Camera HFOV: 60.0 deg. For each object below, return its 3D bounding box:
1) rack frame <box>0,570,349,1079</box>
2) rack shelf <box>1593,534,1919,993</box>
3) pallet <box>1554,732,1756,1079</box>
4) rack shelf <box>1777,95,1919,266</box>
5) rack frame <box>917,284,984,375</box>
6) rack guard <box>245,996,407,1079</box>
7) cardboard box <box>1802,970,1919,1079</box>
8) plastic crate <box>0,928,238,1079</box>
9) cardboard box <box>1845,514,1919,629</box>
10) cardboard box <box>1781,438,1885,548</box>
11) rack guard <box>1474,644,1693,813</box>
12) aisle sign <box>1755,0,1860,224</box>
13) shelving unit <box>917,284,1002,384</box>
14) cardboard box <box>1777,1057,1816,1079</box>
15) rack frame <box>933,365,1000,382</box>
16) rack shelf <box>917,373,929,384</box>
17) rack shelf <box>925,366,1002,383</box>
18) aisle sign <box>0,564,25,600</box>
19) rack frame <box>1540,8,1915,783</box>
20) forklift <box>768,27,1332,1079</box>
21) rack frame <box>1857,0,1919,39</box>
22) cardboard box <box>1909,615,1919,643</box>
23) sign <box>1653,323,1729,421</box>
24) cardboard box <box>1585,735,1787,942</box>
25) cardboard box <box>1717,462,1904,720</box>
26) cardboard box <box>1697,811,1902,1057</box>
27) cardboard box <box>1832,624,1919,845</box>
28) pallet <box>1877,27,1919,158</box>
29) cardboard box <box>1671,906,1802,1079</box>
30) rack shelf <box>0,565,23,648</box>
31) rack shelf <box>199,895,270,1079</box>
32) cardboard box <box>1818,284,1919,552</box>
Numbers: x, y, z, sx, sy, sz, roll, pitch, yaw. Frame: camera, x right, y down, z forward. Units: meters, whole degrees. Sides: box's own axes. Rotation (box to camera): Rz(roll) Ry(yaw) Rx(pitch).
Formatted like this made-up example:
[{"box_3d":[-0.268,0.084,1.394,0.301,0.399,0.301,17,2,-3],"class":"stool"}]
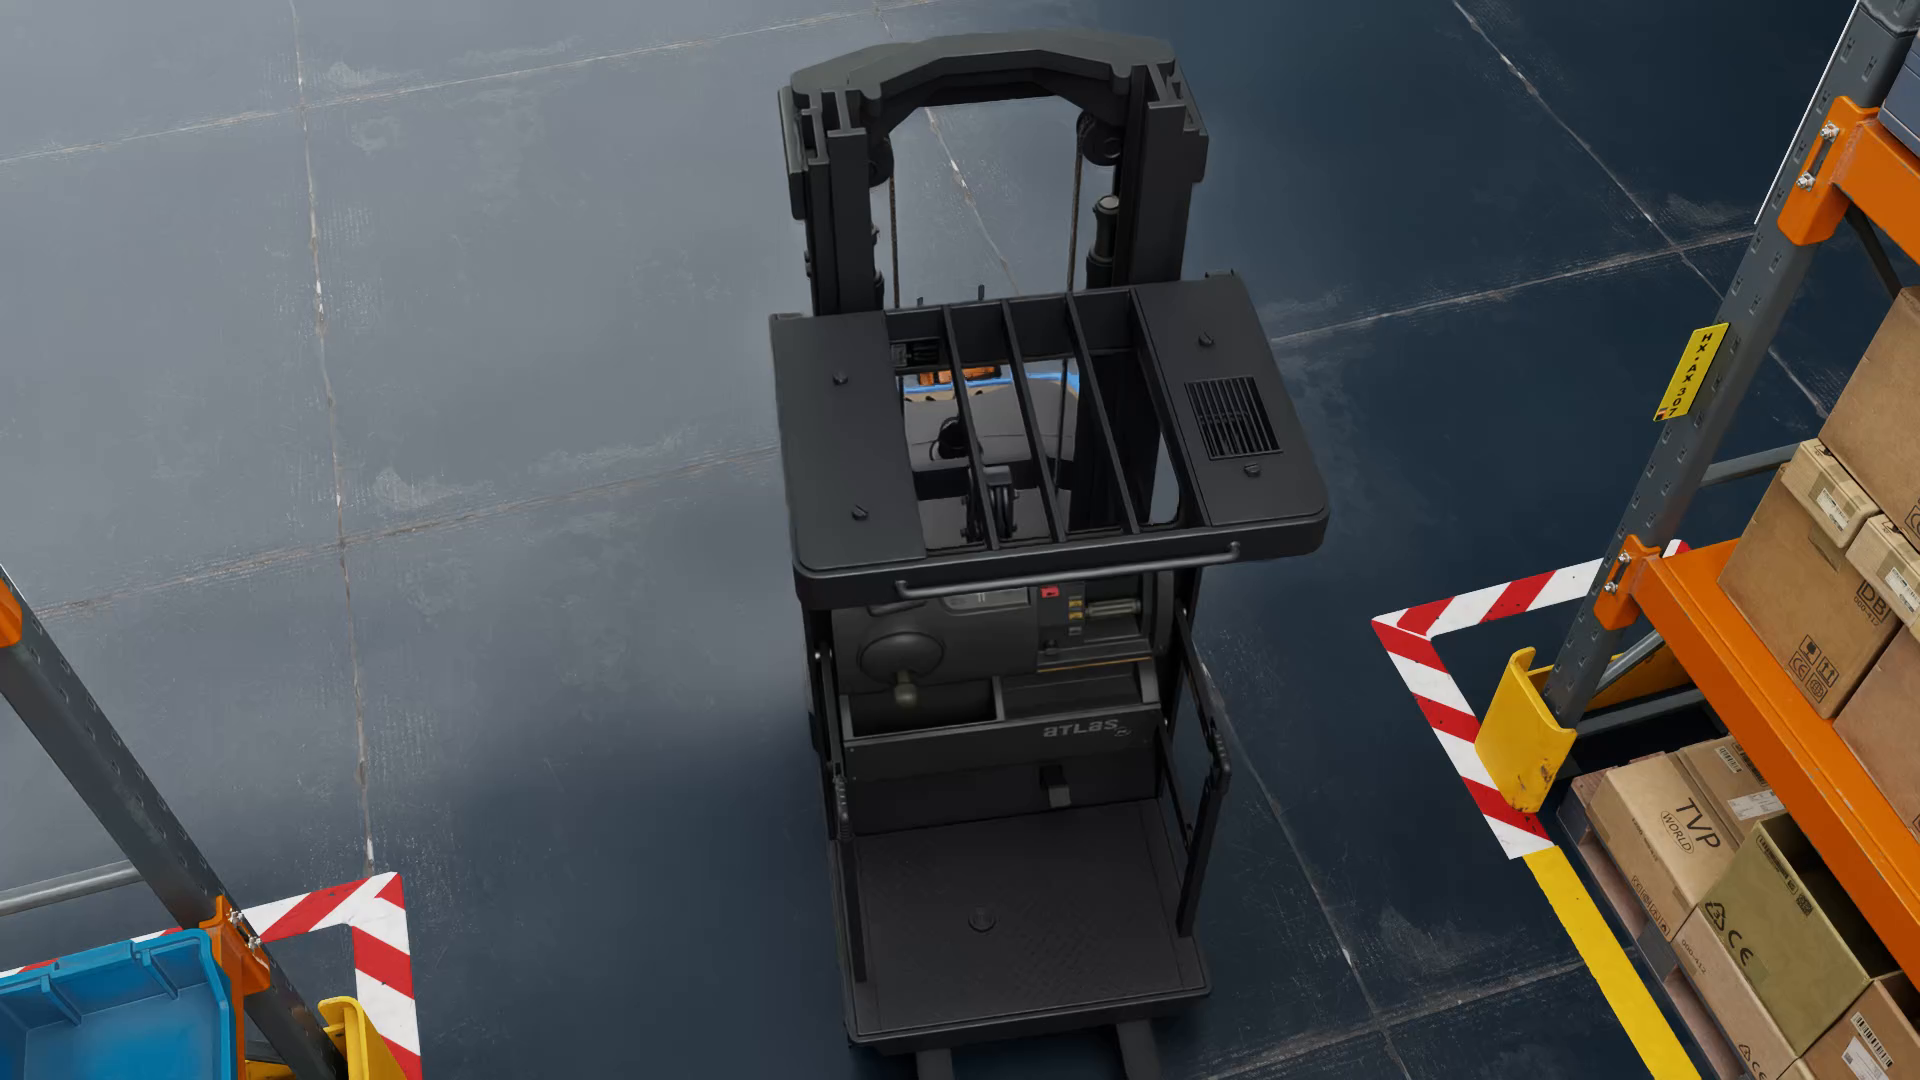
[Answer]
[{"box_3d":[-2.305,0.868,3.846,0.949,2.616,0.053,-13,51,-11],"class":"rack frame"},{"box_3d":[3.023,1.443,3.832,1.077,0.370,4.000,-13,51,-11],"class":"rack shelf"},{"box_3d":[2.698,1.198,5.392,1.003,0.211,1.213,-13,51,-11],"class":"pallet"},{"box_3d":[3.023,0.476,2.685,1.077,0.370,4.000,-13,51,-11],"class":"rack shelf"},{"box_3d":[-0.031,-0.464,6.146,0.240,1.200,0.006,-13,51,-11],"class":"rack frame"},{"box_3d":[-2.234,1.718,4.764,1.175,0.500,0.348,-13,51,-11],"class":"rack guard"},{"box_3d":[2.687,1.428,4.407,0.500,0.500,0.500,-13,51,-11],"class":"cardboard box"},{"box_3d":[-1.868,1.213,3.652,0.499,0.251,0.616,-13,51,-11],"class":"plastic crate"},{"box_3d":[2.422,0.036,4.058,0.380,0.149,0.250,-15,51,-12],"class":"cardboard box"},{"box_3d":[2.342,-0.156,4.220,0.380,0.149,0.250,-14,51,-11],"class":"cardboard box"},{"box_3d":[2.424,0.538,5.759,1.175,0.500,0.348,-13,51,-11],"class":"rack guard"},{"box_3d":[2.119,-1.067,3.777,0.394,0.787,0.004,-13,51,-11],"class":"aisle sign"},{"box_3d":[-0.004,-0.397,6.090,0.258,1.200,0.189,-13,51,-11],"class":"shelving unit"},{"box_3d":[2.676,1.673,4.691,0.500,0.250,0.500,-13,51,-11],"class":"cardboard box"},{"box_3d":[0.023,-0.330,6.034,0.240,1.200,0.006,-13,51,-11],"class":"rack frame"},{"box_3d":[-0.004,-0.523,5.940,0.258,0.103,0.180,-13,51,-11],"class":"rack shelf"},{"box_3d":[-0.004,-0.601,5.849,0.258,0.103,0.180,-13,51,-11],"class":"rack shelf"},{"box_3d":[-2.039,-0.090,2.954,0.394,0.787,0.004,-13,51,-11],"class":"aisle sign"},{"box_3d":[2.431,-0.250,4.788,1.000,3.000,0.127,-13,51,-11],"class":"rack frame"},{"box_3d":[0.150,0.330,4.345,1.130,2.935,3.031,-6,50,-5],"class":"forklift"},{"box_3d":[2.431,-2.184,2.495,1.000,3.000,0.127,-13,51,-11],"class":"rack frame"},{"box_3d":[2.495,0.219,3.904,0.380,0.149,0.250,-13,51,-11],"class":"cardboard box"},{"box_3d":[1.899,-0.433,4.325,0.100,0.325,0.005,-13,51,-11],"class":"sign"},{"box_3d":[2.377,0.943,5.307,0.500,0.250,0.500,-13,51,-11],"class":"cardboard box"},{"box_3d":[2.557,0.062,4.460,0.700,0.500,0.500,-13,51,-11],"class":"cardboard box"},{"box_3d":[2.527,1.066,4.712,0.500,0.500,0.500,-13,51,-11],"class":"cardboard box"},{"box_3d":[2.717,0.444,4.138,0.700,0.500,0.500,-12,51,-10],"class":"cardboard box"},{"box_3d":[2.616,-0.666,3.235,1.003,0.211,1.213,-13,51,-11],"class":"pallet"},{"box_3d":[2.529,1.307,4.999,0.500,0.250,0.500,-13,51,-11],"class":"cardboard box"},{"box_3d":[-1.710,1.593,1.743,1.077,0.370,4.000,-13,51,-11],"class":"rack shelf"},{"box_3d":[-1.710,2.560,2.890,1.077,0.370,4.000,-13,51,-11],"class":"rack shelf"},{"box_3d":[2.573,-0.318,3.932,0.700,0.500,0.500,-13,51,-11],"class":"cardboard box"}]
